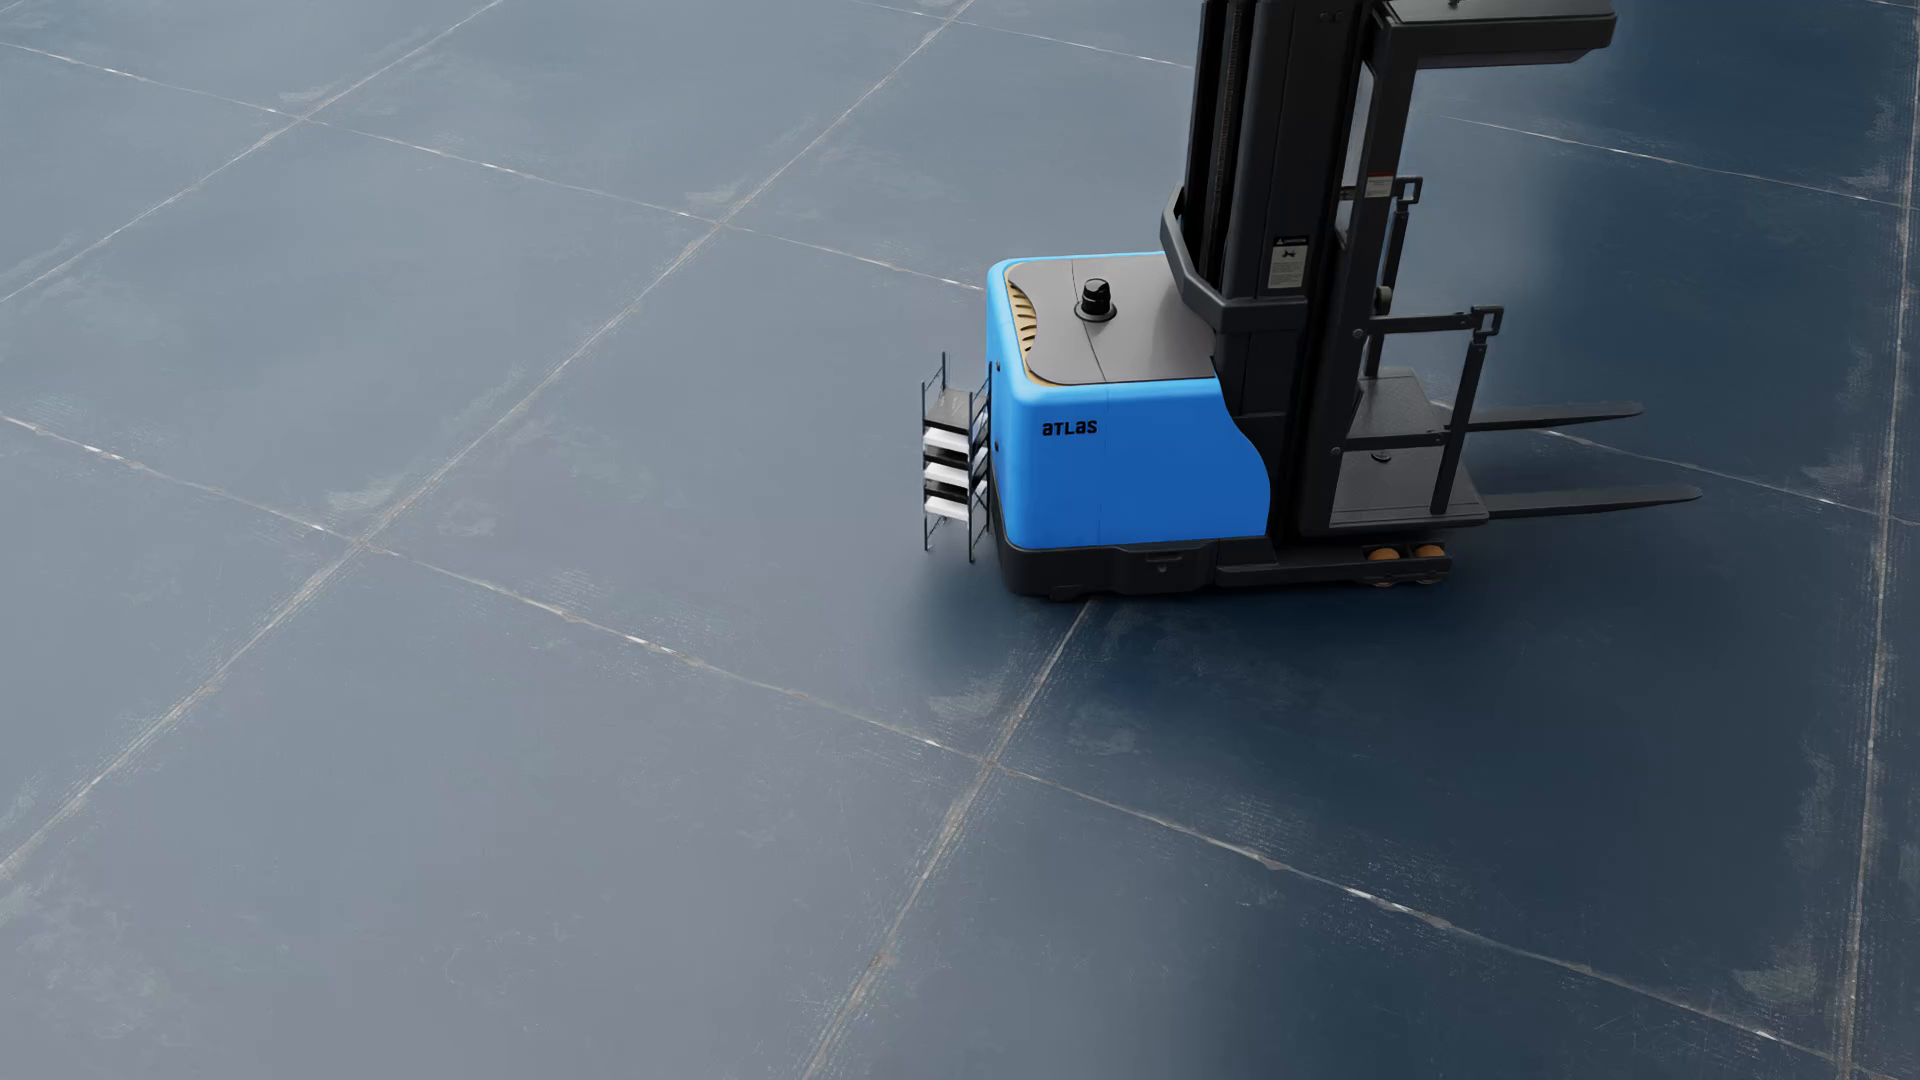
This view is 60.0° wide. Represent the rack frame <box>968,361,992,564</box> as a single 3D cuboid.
[{"bbox_3d":[0.082,-0.310,6.921,0.006,0.900,0.240,14,43,16],"label":"rack frame"}]

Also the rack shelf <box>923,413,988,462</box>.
[{"bbox_3d":[-0.012,-0.445,6.853,0.200,0.077,0.258,14,43,16],"label":"rack shelf"}]

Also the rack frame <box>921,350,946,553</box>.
[{"bbox_3d":[-0.107,-0.359,6.977,0.006,0.900,0.240,14,43,16],"label":"rack frame"}]

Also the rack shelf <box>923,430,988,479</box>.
[{"bbox_3d":[-0.012,-0.377,6.912,0.200,0.077,0.258,14,43,16],"label":"rack shelf"}]

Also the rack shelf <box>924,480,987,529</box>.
[{"bbox_3d":[-0.012,-0.173,7.088,0.200,0.077,0.258,14,43,16],"label":"rack shelf"}]

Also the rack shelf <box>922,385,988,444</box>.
[{"bbox_3d":[-0.012,-0.513,6.794,0.200,0.077,0.258,14,43,16],"label":"rack shelf"}]

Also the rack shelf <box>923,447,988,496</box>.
[{"bbox_3d":[-0.012,-0.309,6.971,0.200,0.077,0.258,14,43,16],"label":"rack shelf"}]

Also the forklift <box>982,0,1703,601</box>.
[{"bbox_3d":[1.650,-1.253,6.457,3.031,2.935,1.130,-4,41,-4],"label":"forklift"}]

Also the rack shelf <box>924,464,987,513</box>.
[{"bbox_3d":[-0.012,-0.241,7.029,0.200,0.077,0.258,14,43,16],"label":"rack shelf"}]

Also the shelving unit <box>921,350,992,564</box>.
[{"bbox_3d":[-0.012,-0.334,6.949,0.210,0.900,0.258,14,43,16],"label":"shelving unit"}]
